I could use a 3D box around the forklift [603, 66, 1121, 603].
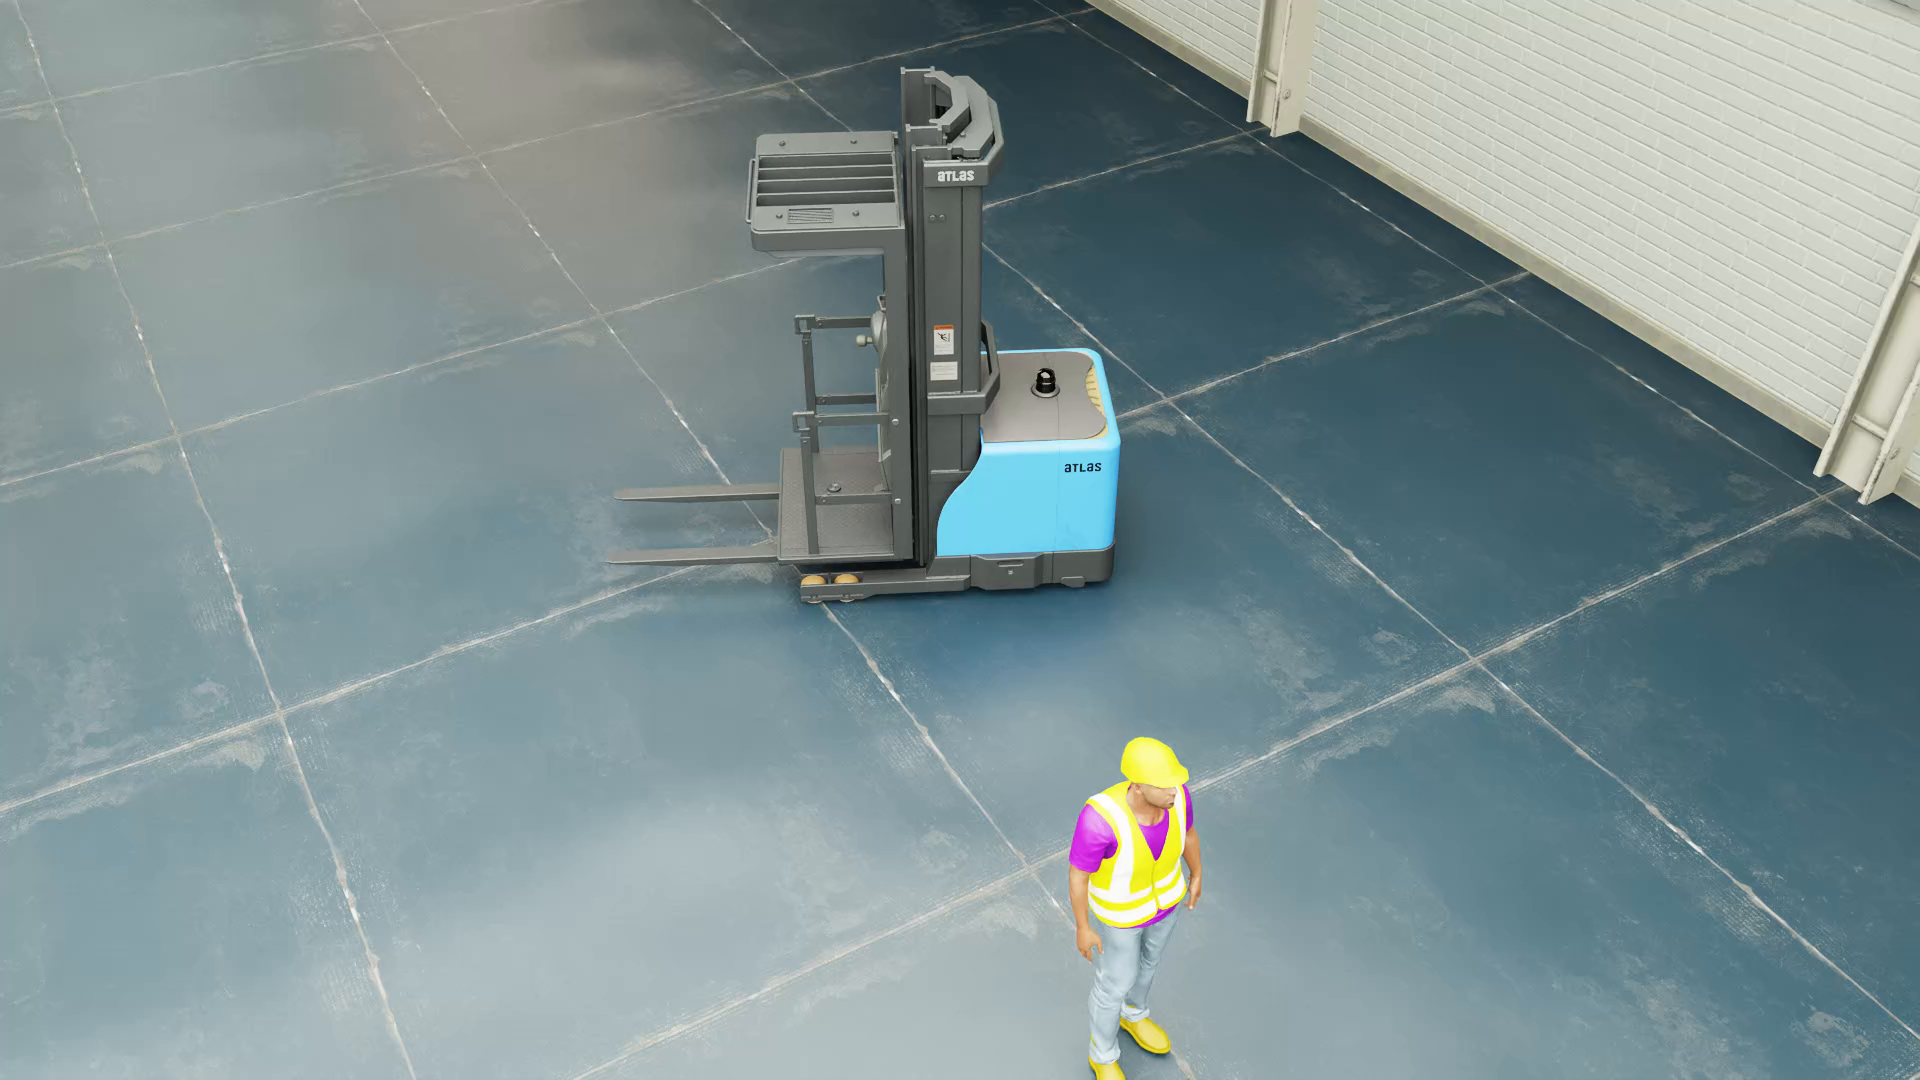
[{"bbox_3d":[-0.618,-1.103,9.366,3.031,2.935,1.130,-2,40,-3],"label":"forklift"}]

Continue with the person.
[{"bbox_3d":[0.794,1.575,7.038,0.665,1.768,0.575,-23,45,-25],"label":"person"}]
